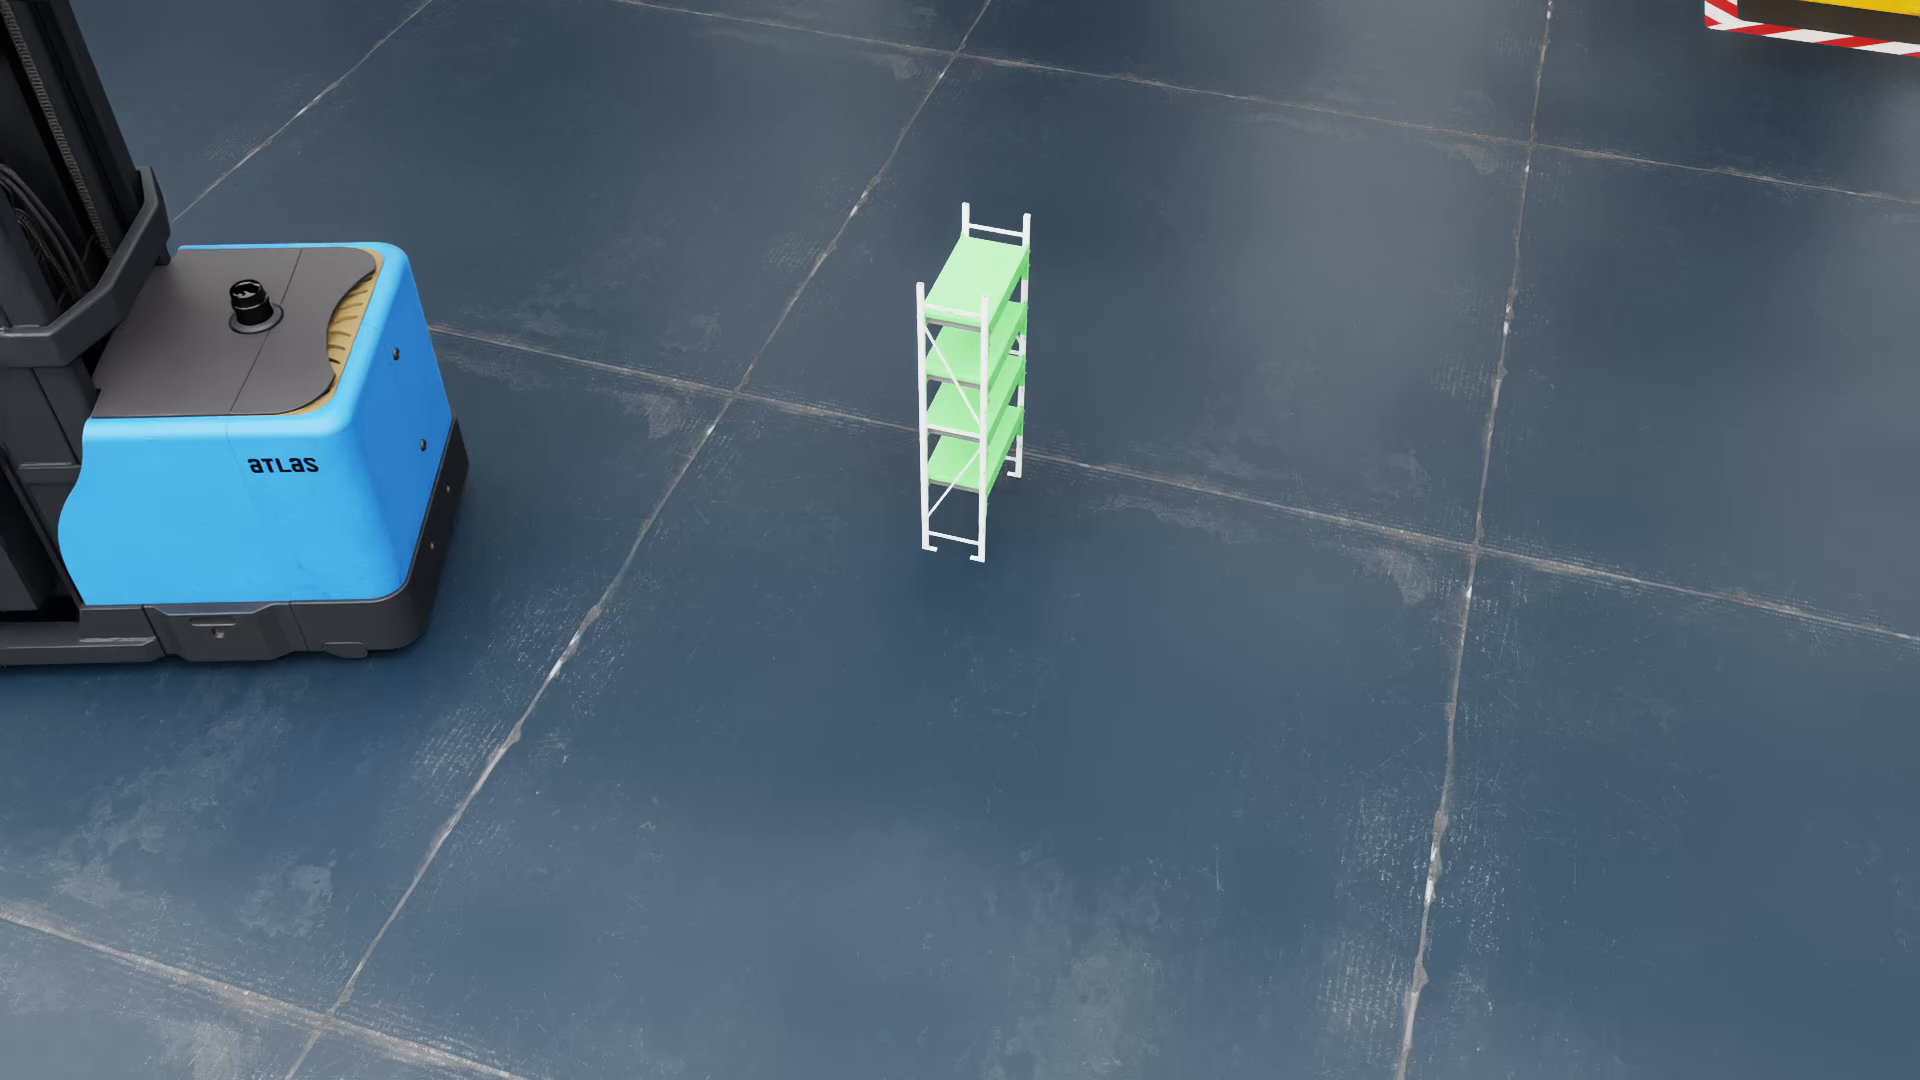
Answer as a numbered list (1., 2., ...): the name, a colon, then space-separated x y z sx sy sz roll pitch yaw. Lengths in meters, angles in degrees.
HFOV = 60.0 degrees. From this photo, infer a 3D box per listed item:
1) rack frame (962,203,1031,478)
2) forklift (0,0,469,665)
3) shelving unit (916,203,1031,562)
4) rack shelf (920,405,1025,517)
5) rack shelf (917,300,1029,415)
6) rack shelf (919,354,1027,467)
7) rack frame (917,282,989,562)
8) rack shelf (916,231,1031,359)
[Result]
1. rack frame: 0.124 -0.702 6.109 0.240 1.200 0.015 13 46 12
2. forklift: -3.403 -0.954 5.129 3.031 2.935 1.130 -1 44 -1
3. shelving unit: 0.050 -0.539 5.943 0.258 1.200 0.503 13 46 12
4. rack shelf: 0.050 -0.322 6.156 0.258 0.148 0.480 13 46 12
5. rack shelf: 0.050 -0.665 5.820 0.258 0.148 0.480 13 46 12
6. rack shelf: 0.050 -0.494 5.988 0.258 0.148 0.480 13 46 12
7. rack frame: -0.024 -0.377 5.777 0.240 1.200 0.015 13 46 12
8. rack shelf: 0.050 -0.837 5.652 0.258 0.148 0.480 13 46 12
